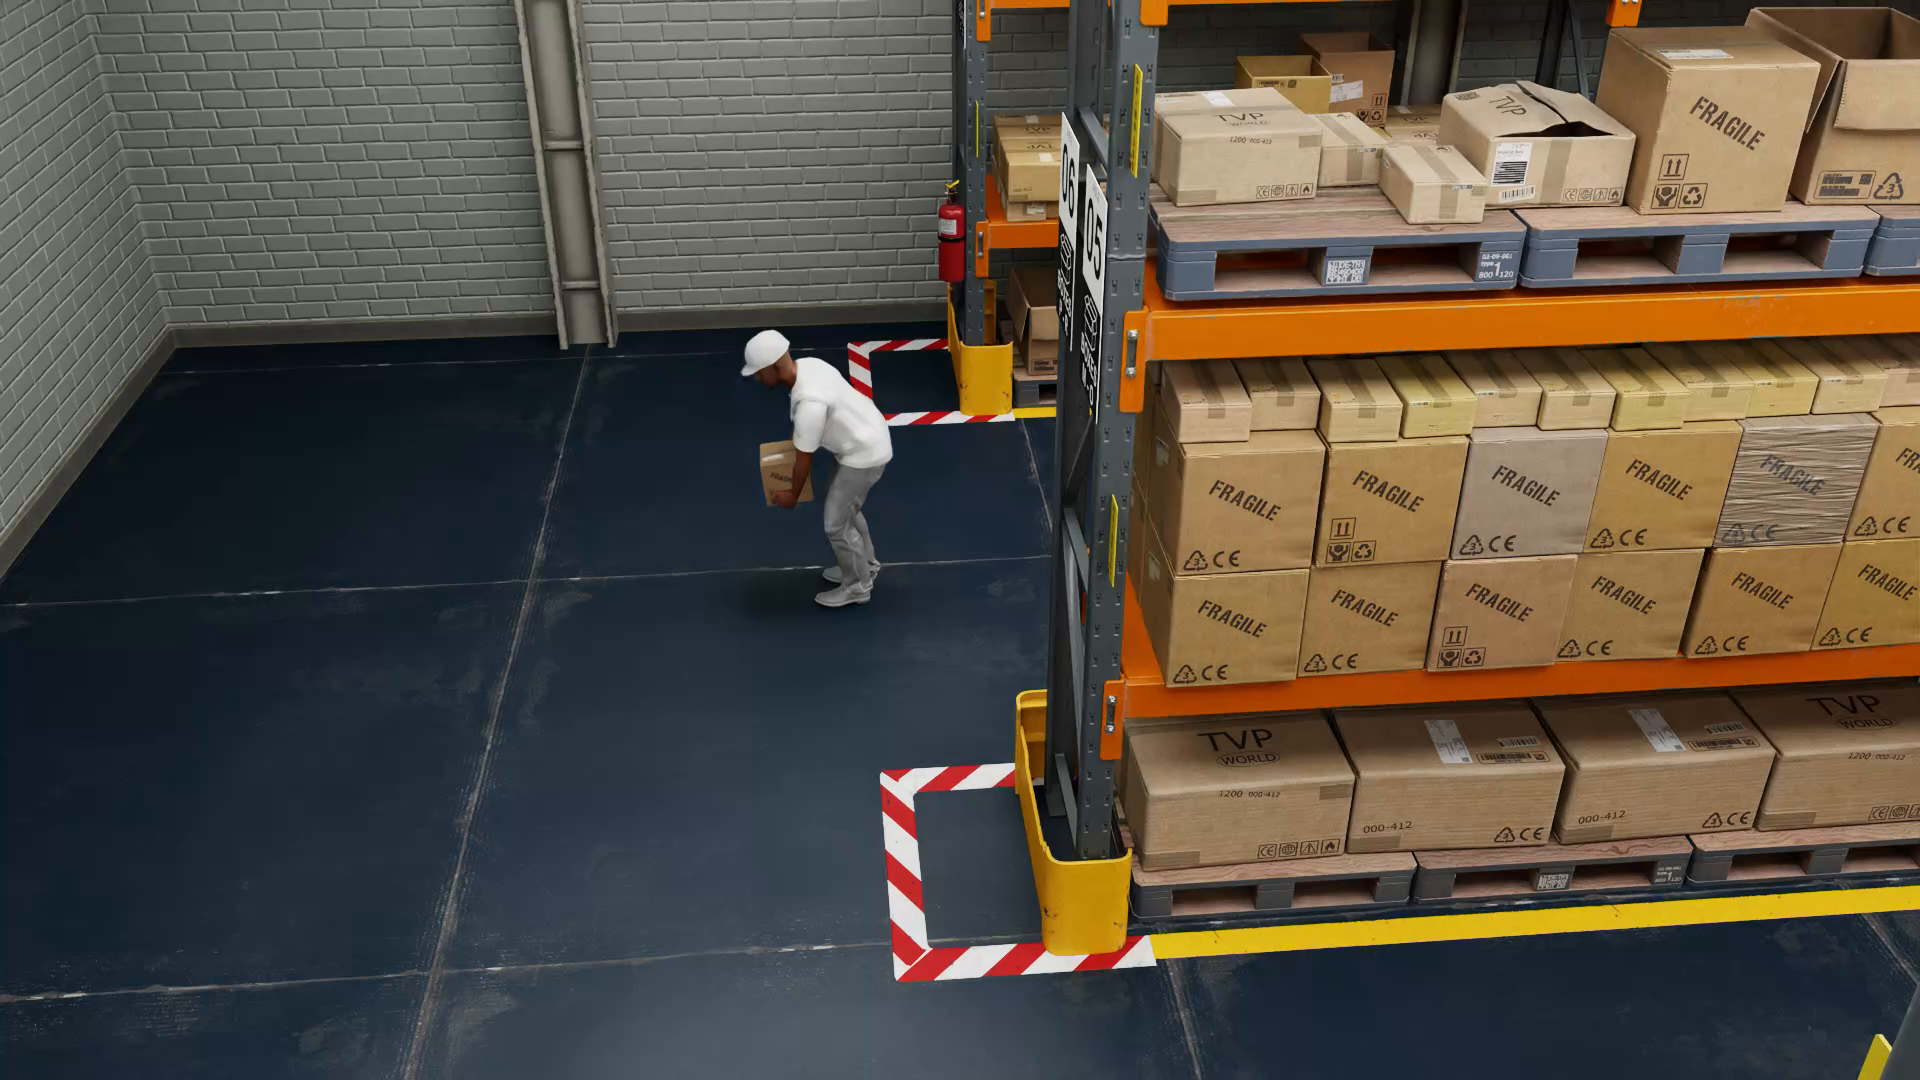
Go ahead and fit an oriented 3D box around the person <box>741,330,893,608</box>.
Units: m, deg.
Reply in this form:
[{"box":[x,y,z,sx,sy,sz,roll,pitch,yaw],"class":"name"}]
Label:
[{"box":[-0.739,-0.385,8.828,0.763,1.588,0.489,-3,31,-6],"class":"person"}]
